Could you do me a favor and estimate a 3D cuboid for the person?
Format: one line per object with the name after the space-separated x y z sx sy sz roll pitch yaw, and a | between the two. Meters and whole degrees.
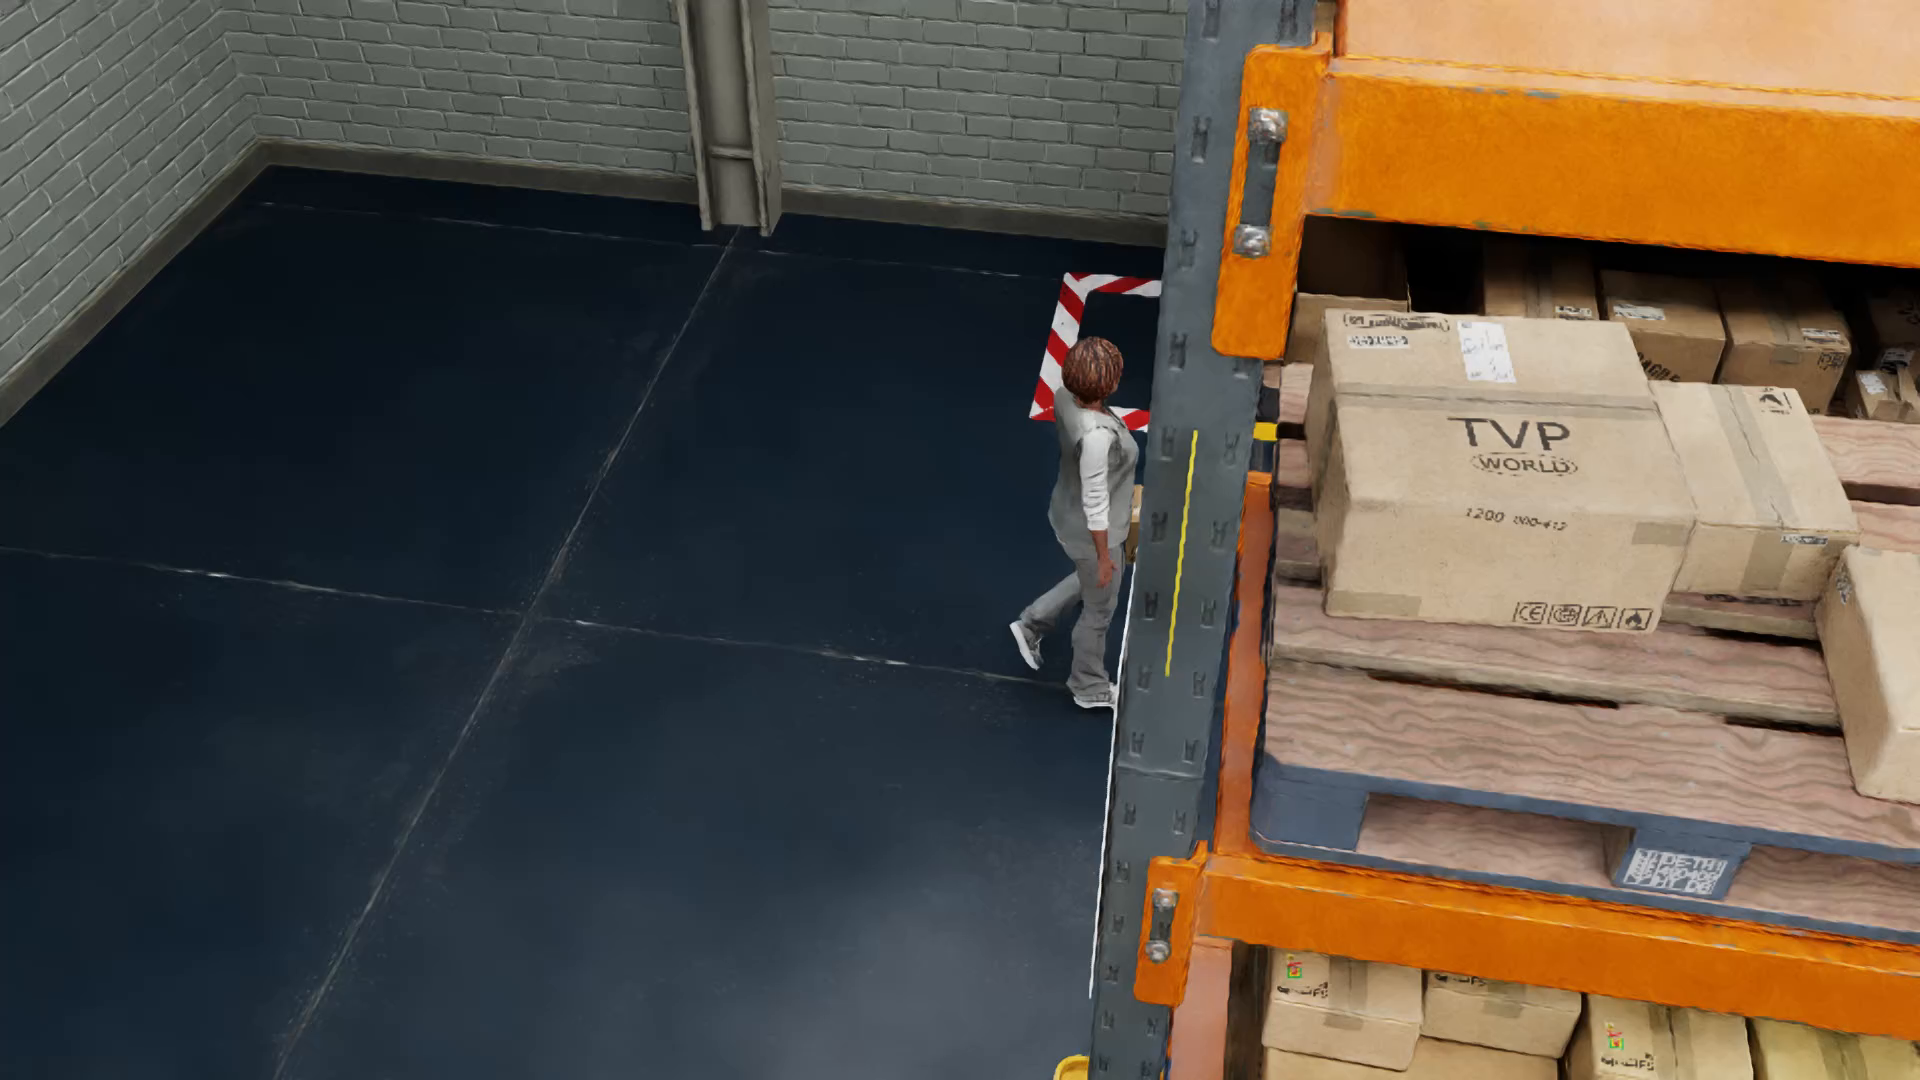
0.442 -0.051 6.206 0.499 1.583 0.498 -7 42 -8 | person
